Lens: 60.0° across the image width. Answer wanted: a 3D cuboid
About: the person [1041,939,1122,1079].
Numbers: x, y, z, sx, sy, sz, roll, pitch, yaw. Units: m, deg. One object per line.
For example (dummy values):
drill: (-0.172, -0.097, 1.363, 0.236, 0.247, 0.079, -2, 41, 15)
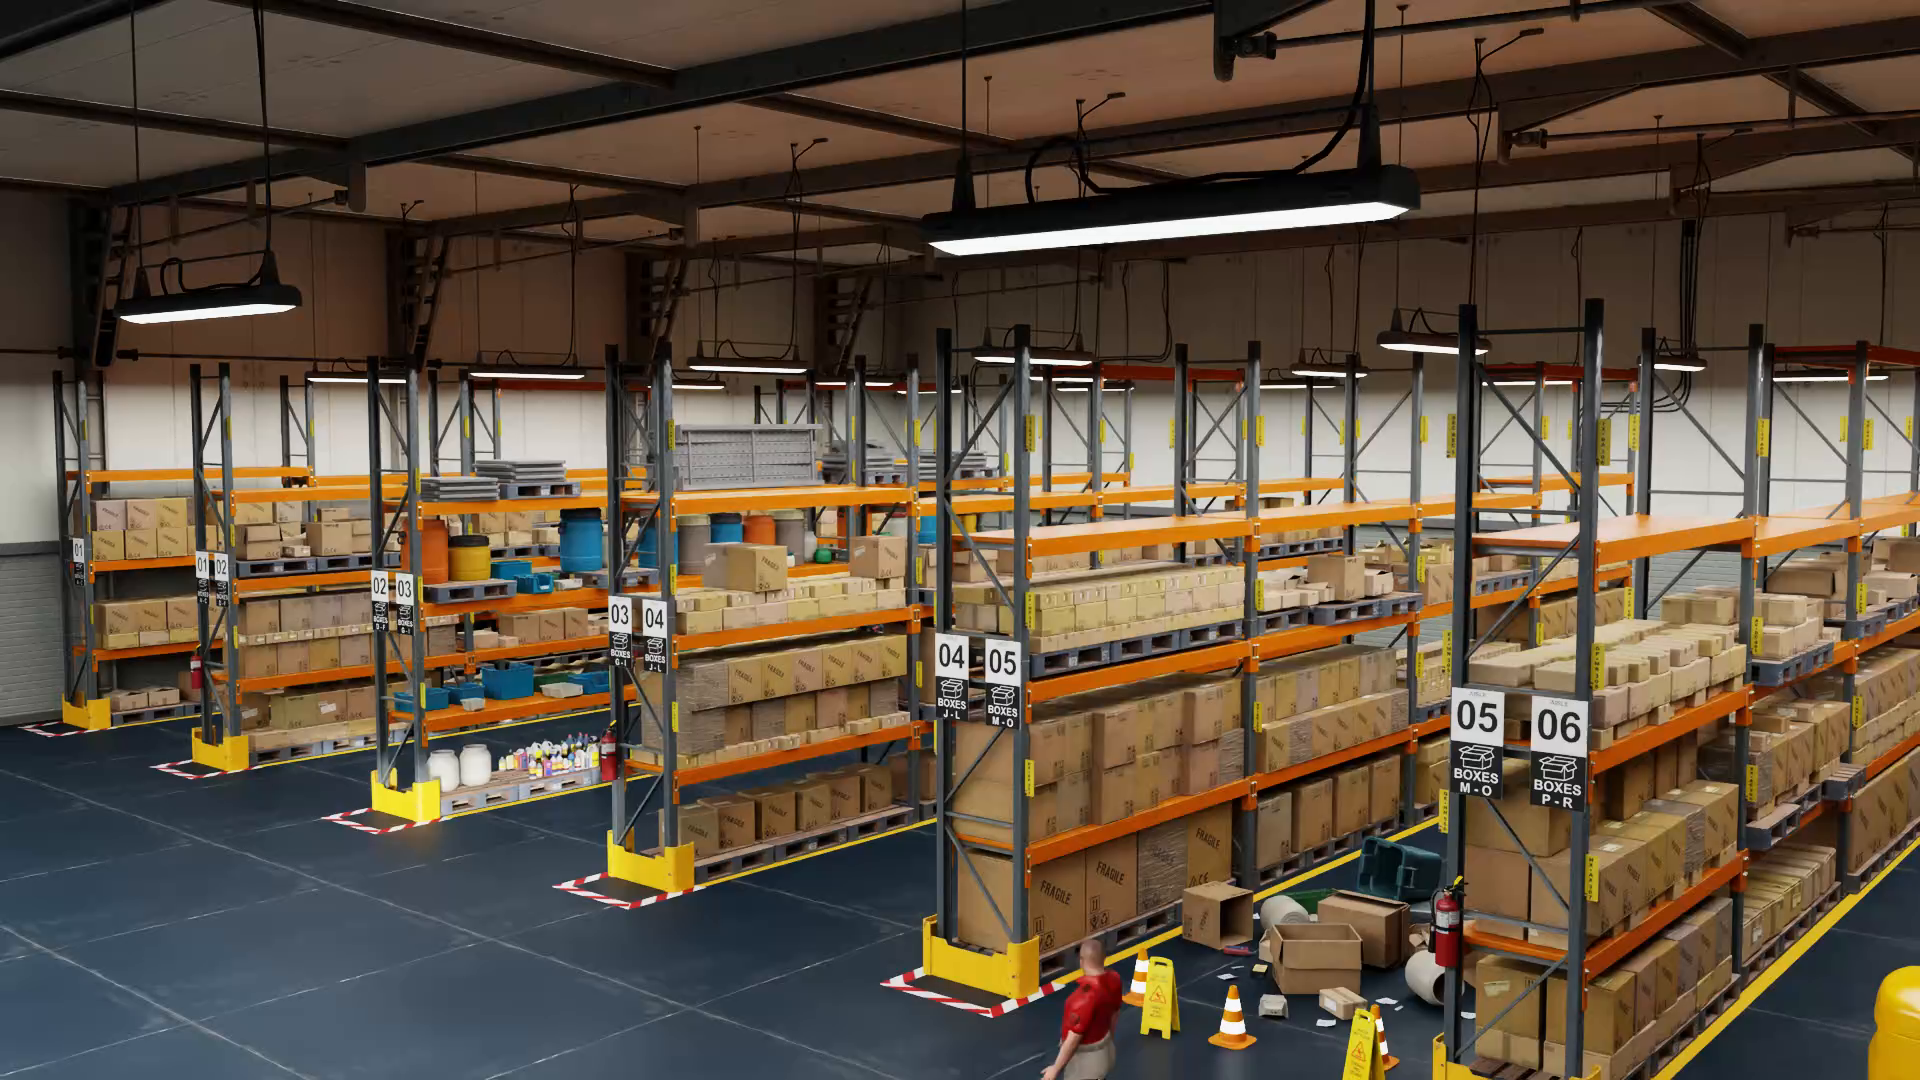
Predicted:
person: (0.815, 3.512, 11.157, 0.531, 1.751, 0.616, 2, 4, 21)
